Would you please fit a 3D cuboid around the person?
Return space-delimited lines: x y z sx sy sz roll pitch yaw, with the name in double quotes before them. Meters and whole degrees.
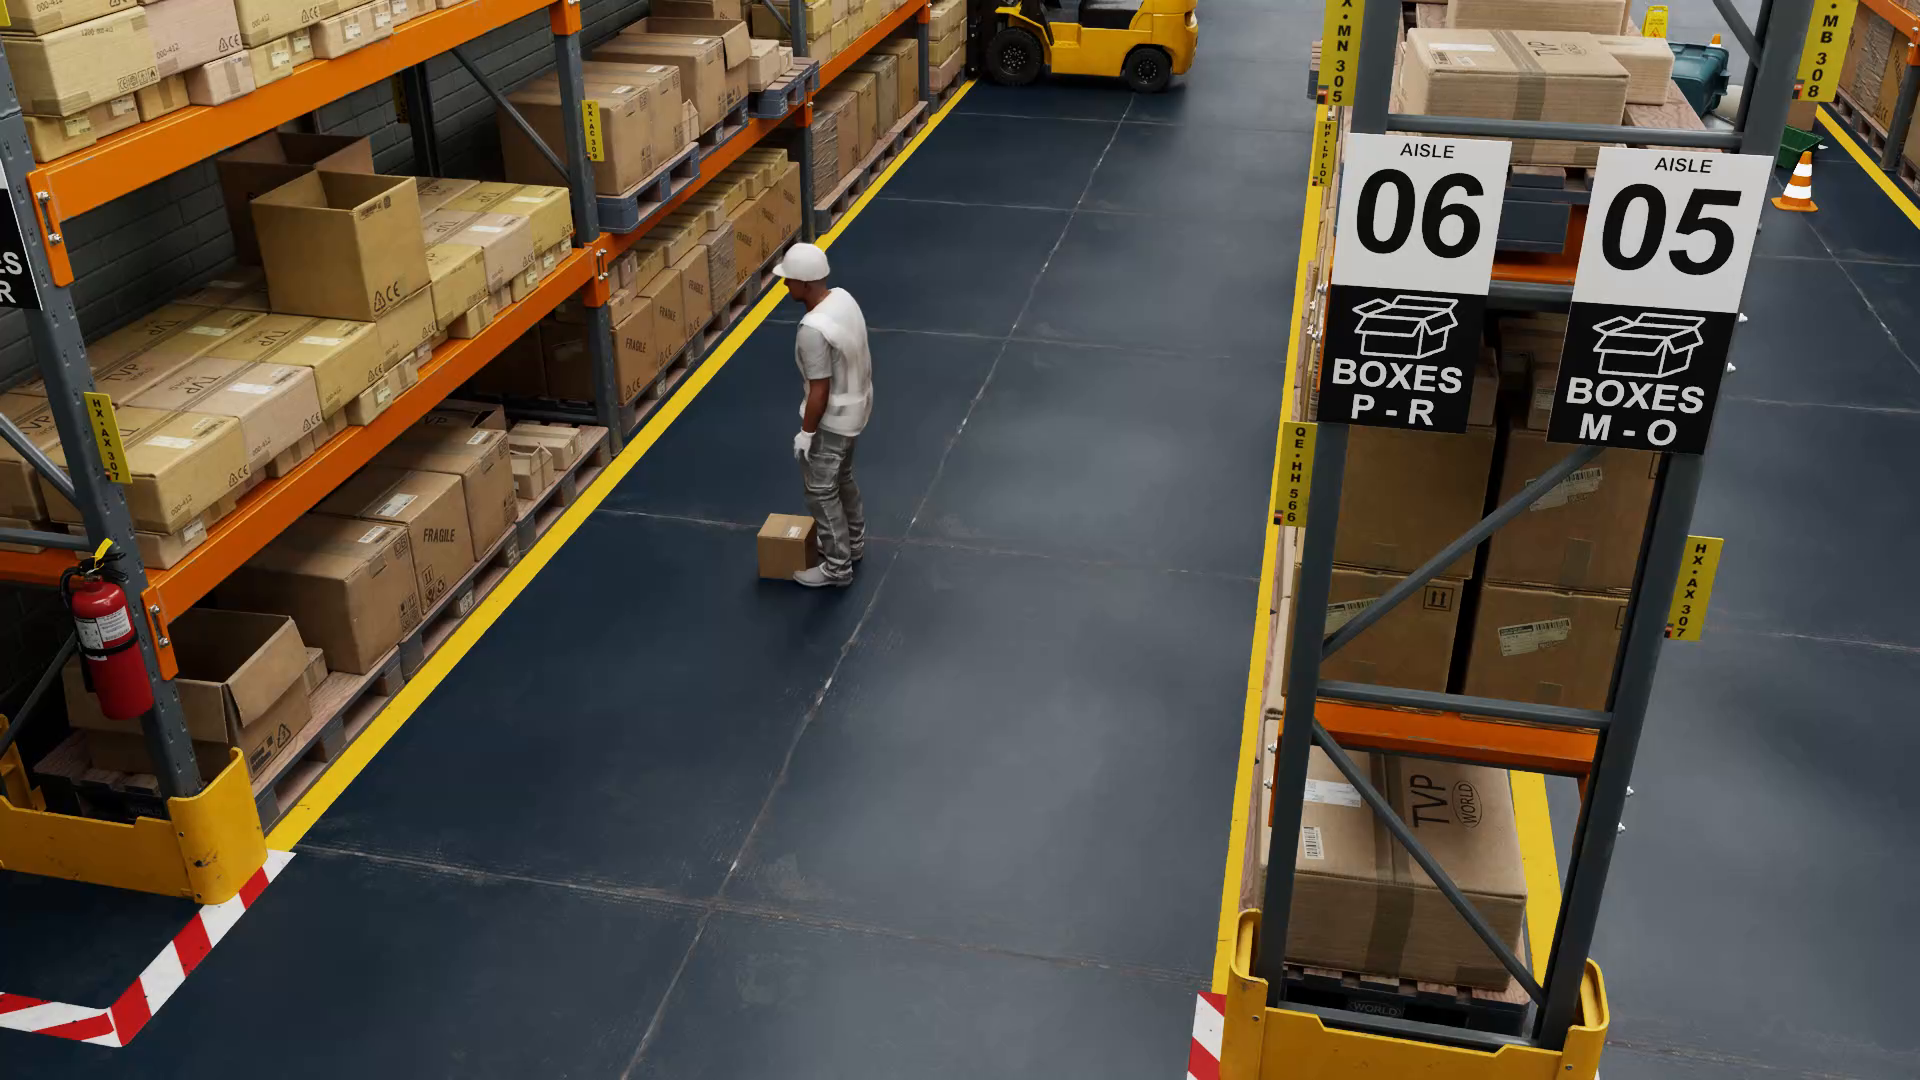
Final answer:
"person" -0.662 -0.616 8.244 0.446 1.775 0.617 6 29 11
